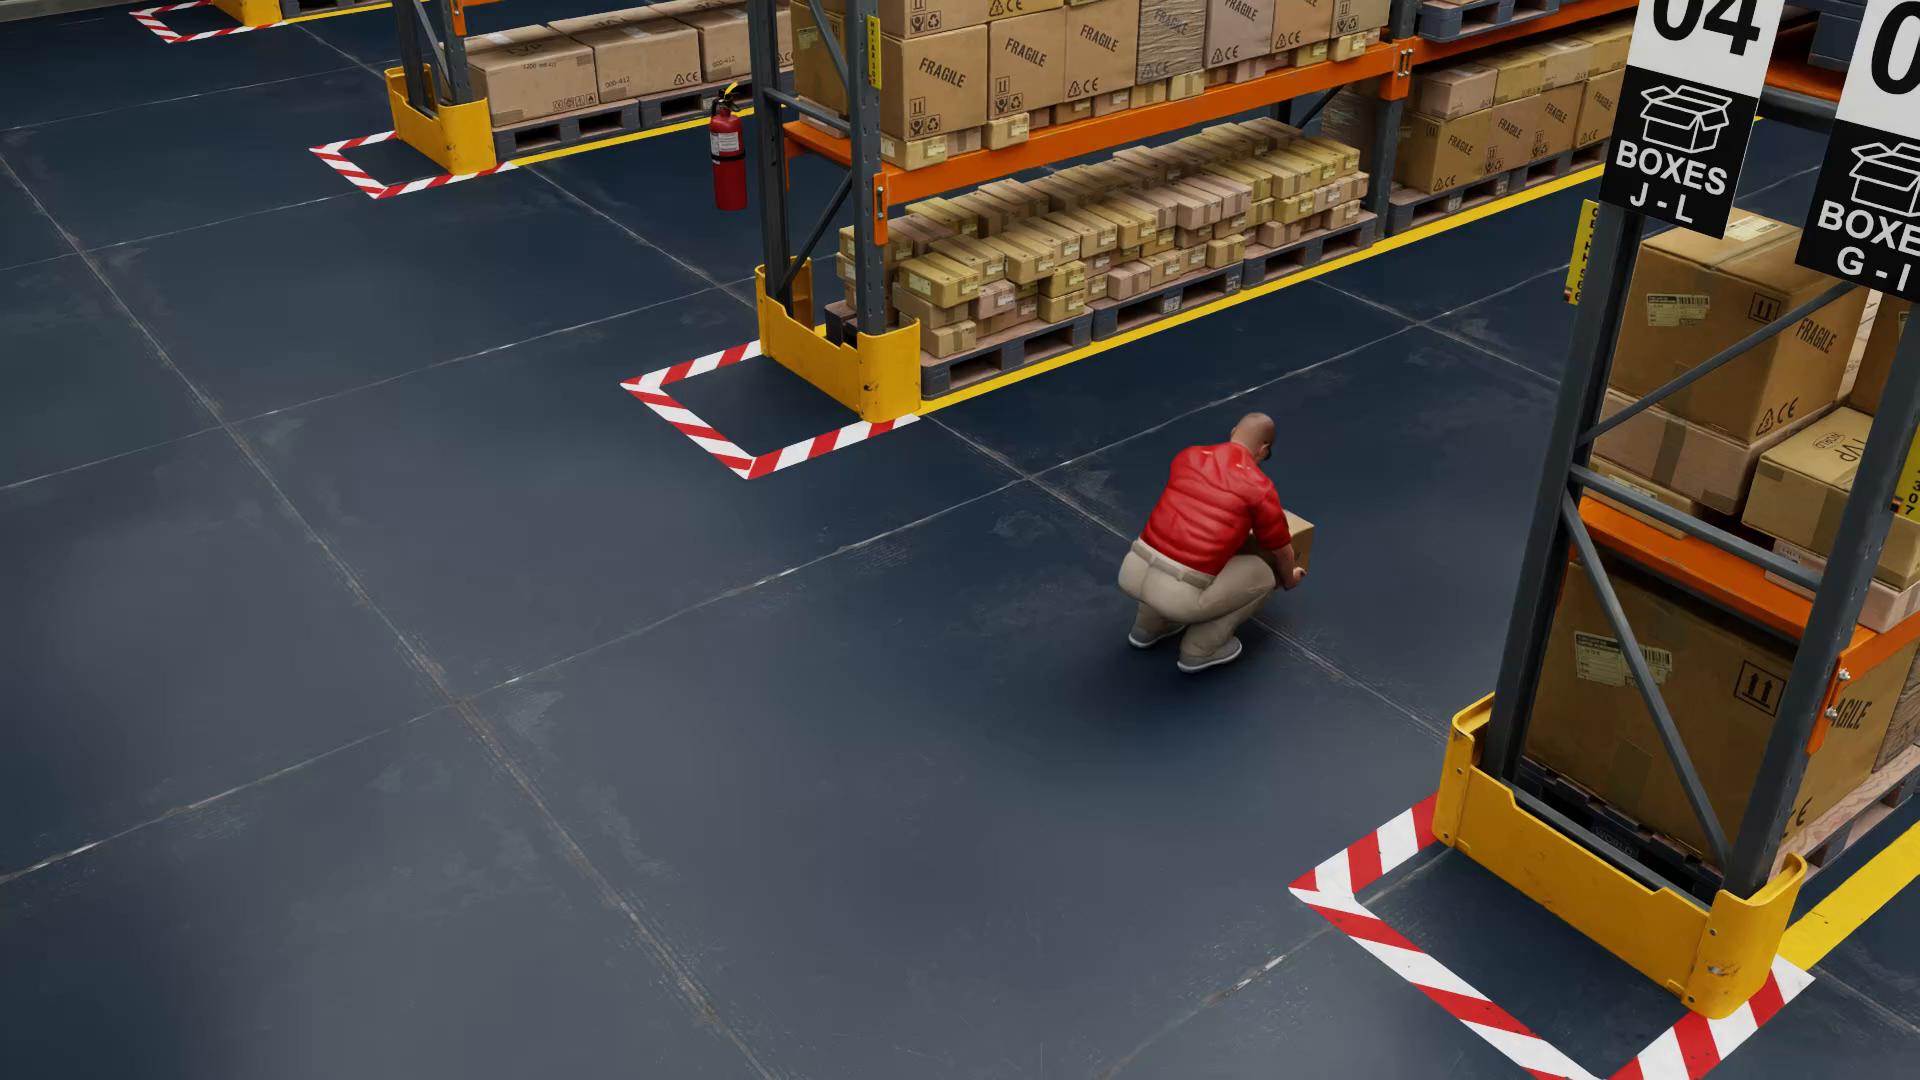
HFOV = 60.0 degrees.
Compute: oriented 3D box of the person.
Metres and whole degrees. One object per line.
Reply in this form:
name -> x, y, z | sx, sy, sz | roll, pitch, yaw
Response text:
person -> 1.042, 0.003, 6.873 | 0.870, 0.972, 0.557 | -22, 38, -31
